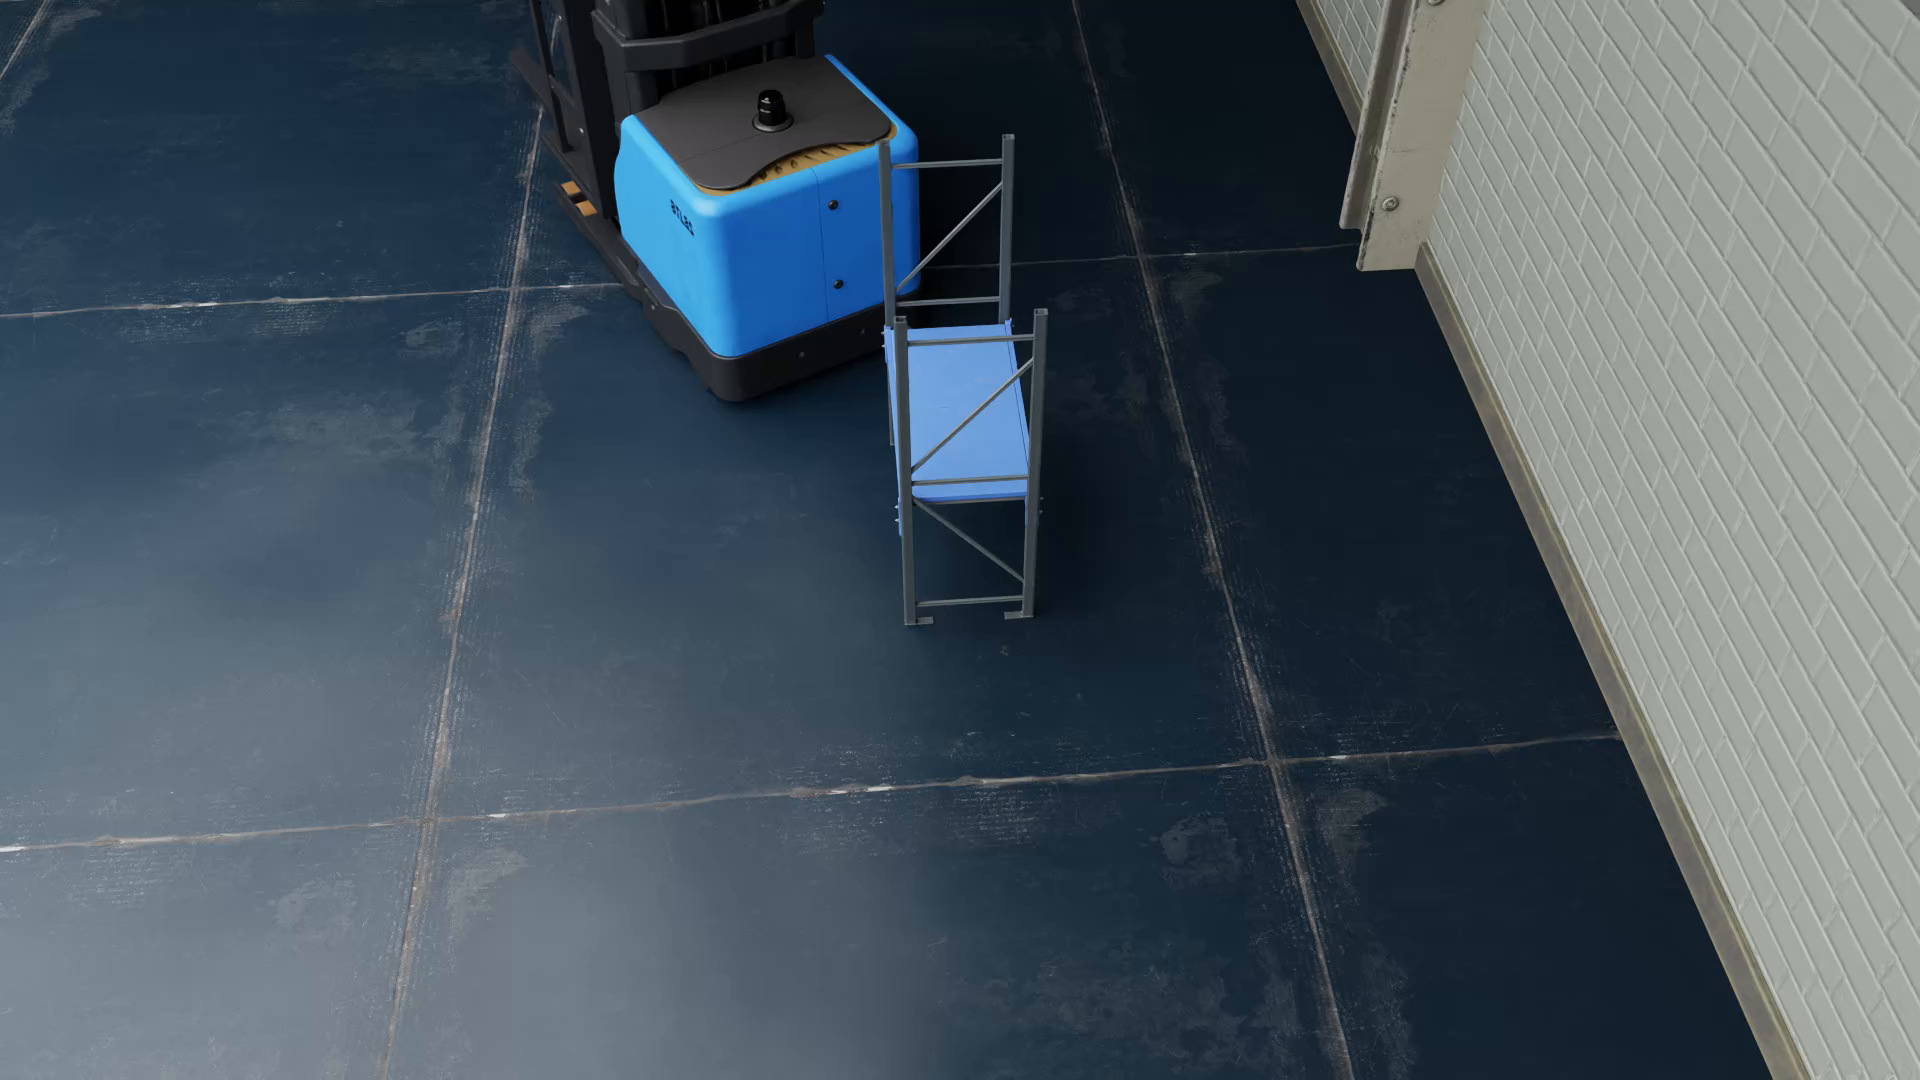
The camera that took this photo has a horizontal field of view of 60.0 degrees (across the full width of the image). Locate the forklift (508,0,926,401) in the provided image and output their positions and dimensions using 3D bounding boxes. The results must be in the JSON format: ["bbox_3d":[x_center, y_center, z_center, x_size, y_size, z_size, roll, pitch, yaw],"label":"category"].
[{"bbox_3d":[-1.353,-2.667,7.257,1.130,2.935,3.031,-24,51,-21],"label":"forklift"}]

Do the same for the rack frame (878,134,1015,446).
[{"bbox_3d":[-0.050,-0.945,6.612,0.500,1.500,0.032,-3,47,-3],"label":"rack frame"}]

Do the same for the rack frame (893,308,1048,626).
[{"bbox_3d":[0.035,-0.210,5.916,0.500,1.500,0.032,-3,47,-3],"label":"rack frame"}]

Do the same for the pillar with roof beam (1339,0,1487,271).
[{"bbox_3d":[-2.242,-4.275,4.601,9.100,9.000,0.400,-3,47,-3],"label":"pillar with roof beam"}]

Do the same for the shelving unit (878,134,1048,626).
[{"bbox_3d":[-0.007,-0.577,6.264,0.538,1.500,1.048,-3,47,-3],"label":"shelving unit"}]

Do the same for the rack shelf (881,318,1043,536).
[{"bbox_3d":[-0.007,-0.454,6.395,0.538,0.185,1.000,-3,47,-3],"label":"rack shelf"}]
